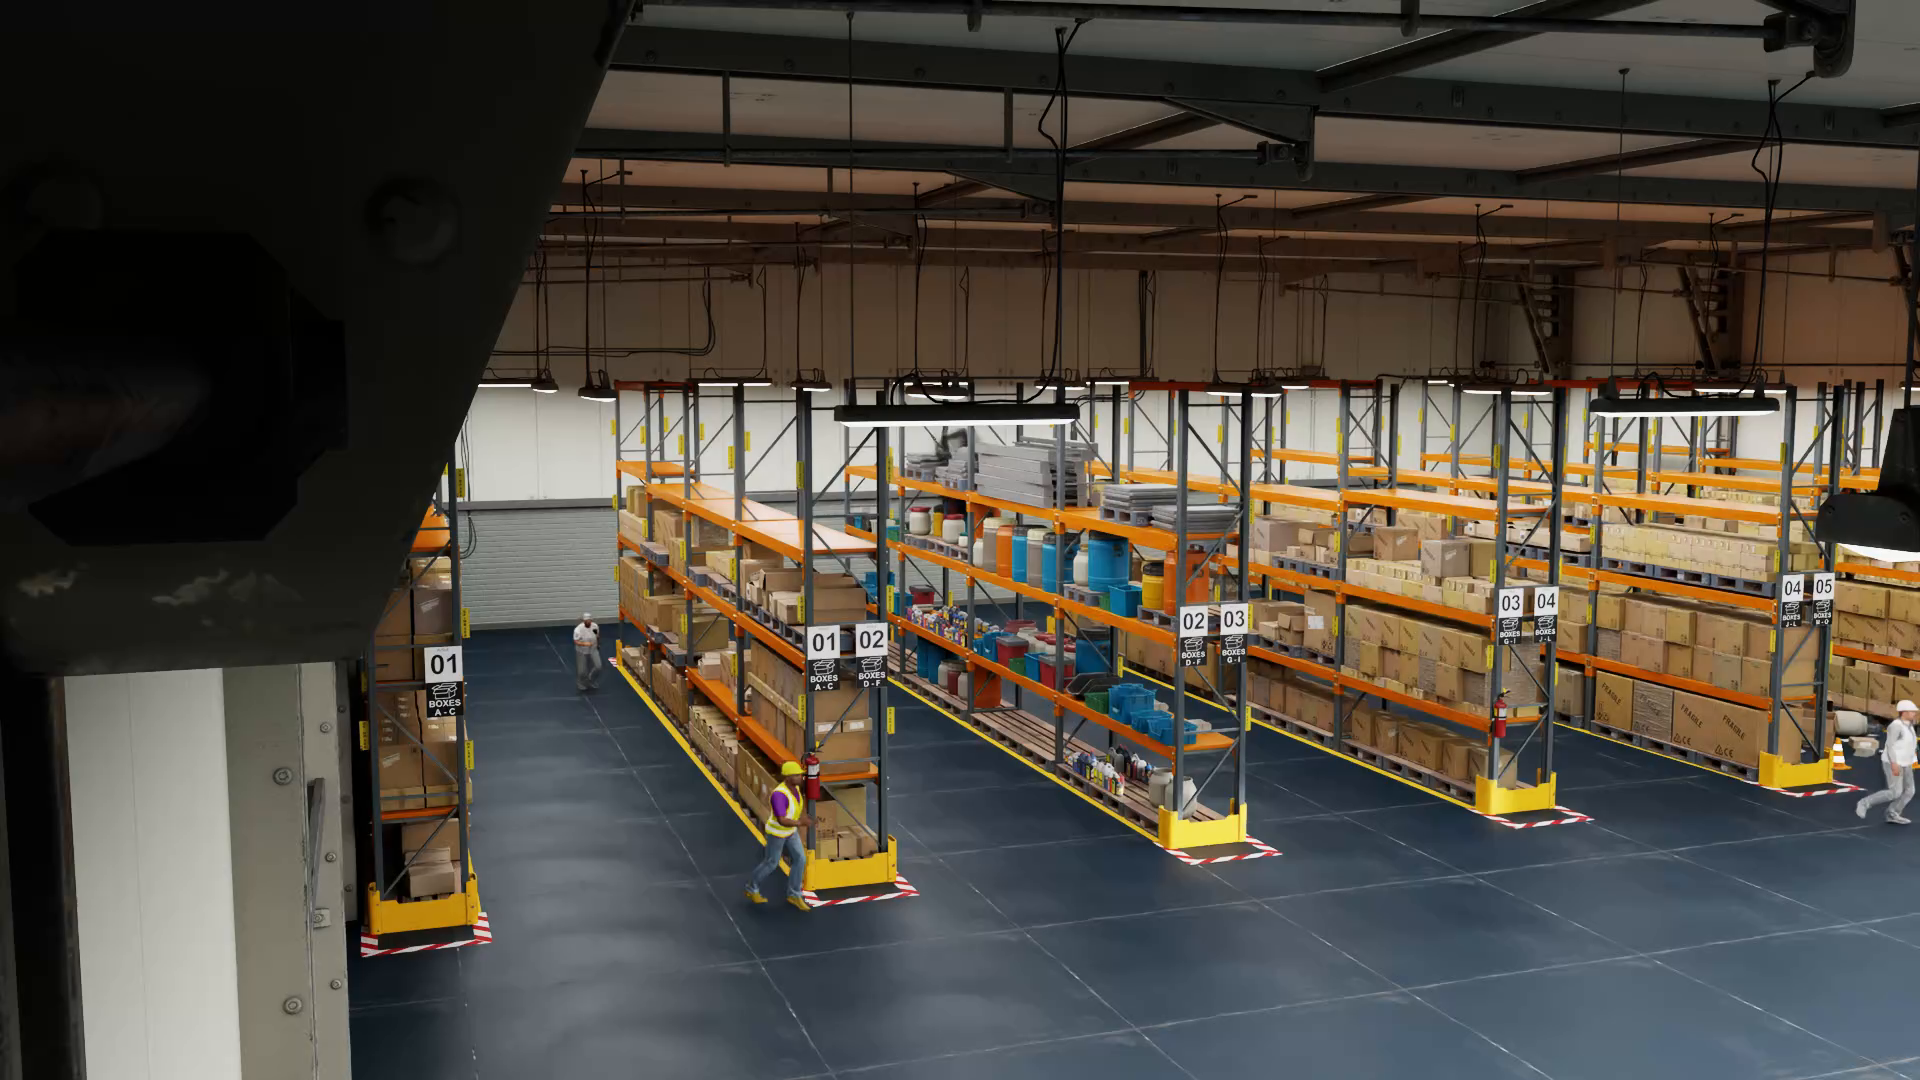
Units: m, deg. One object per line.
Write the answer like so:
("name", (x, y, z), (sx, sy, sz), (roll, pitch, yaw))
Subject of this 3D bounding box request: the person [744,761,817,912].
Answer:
("person", (-2.030, 3.432, 19.242), (1.028, 1.796, 0.645), (3, 7, 22))

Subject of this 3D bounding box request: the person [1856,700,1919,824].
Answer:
("person", (12.806, 3.049, 22.918), (0.807, 1.711, 0.583), (-5, 8, -38))

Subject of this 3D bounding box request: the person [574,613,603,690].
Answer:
("person", (-7.183, 2.157, 32.128), (0.613, 1.561, 0.861), (-3, 7, -29))
